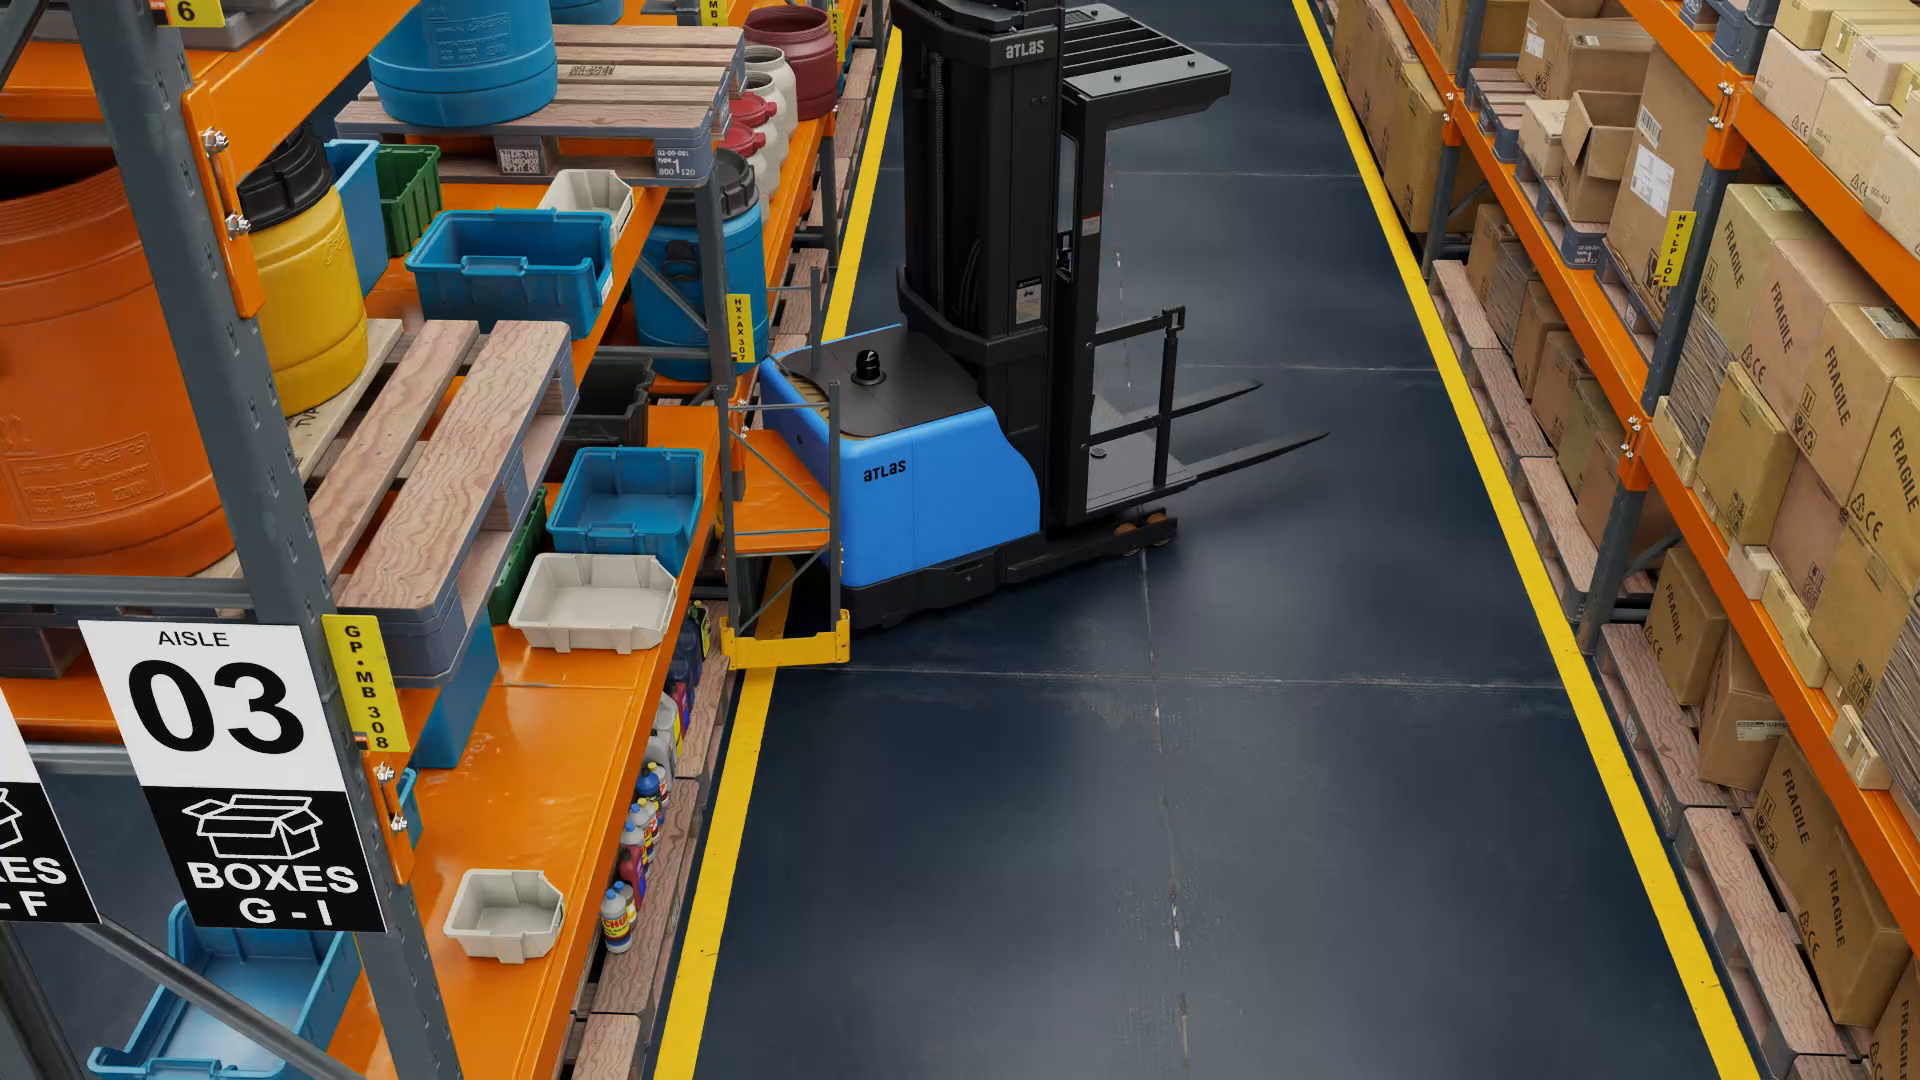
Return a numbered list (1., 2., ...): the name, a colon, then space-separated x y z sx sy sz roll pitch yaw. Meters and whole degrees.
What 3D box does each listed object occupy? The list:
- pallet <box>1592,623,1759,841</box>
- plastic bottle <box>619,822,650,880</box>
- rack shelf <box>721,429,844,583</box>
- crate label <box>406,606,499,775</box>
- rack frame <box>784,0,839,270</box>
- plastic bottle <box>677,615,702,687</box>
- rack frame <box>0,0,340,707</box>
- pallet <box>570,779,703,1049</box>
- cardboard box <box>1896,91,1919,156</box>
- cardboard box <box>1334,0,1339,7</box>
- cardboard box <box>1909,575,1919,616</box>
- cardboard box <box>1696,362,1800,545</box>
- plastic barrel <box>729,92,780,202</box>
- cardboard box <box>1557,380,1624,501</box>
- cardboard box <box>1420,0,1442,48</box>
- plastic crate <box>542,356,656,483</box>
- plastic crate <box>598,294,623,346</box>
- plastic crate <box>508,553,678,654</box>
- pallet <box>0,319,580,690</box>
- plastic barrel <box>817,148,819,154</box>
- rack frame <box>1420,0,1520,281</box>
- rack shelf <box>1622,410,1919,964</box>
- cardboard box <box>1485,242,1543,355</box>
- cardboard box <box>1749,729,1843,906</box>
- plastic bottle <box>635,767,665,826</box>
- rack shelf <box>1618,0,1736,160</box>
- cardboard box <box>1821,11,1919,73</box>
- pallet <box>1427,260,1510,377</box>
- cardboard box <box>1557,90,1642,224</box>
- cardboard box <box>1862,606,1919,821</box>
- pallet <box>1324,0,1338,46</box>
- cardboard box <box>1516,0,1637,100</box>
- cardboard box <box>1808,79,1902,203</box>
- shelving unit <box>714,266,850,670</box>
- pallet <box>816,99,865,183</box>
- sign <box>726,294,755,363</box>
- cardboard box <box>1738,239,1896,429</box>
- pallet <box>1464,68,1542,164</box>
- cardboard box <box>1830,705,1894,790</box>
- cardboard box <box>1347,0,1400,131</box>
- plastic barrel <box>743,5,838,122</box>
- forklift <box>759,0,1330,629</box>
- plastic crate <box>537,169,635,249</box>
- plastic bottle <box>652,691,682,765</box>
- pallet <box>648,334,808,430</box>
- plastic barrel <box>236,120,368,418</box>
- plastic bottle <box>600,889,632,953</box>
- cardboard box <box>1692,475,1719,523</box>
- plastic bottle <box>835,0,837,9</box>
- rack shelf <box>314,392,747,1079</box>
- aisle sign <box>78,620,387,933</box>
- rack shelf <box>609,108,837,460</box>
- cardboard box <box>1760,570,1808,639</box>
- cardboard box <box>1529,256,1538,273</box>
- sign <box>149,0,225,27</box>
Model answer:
1. pallet: 3.467 0.829 7.332 1.003 0.211 1.213 1 35 2
2. plastic bottle: -1.253 1.190 6.383 0.097 0.271 0.097 0 35 0
3. rack shelf: -0.855 -0.191 7.755 0.538 0.185 1.000 -3 37 -8
4. crate label: -1.847 0.407 5.477 0.502 0.435 0.616 1 35 2
5. rack frame: -1.329 -3.111 10.513 1.000 3.000 0.127 1 35 2
6. plastic bottle: -1.228 0.468 7.343 0.144 0.351 0.185 0 35 1
7. rack frame: -1.651 -0.969 2.248 1.000 3.000 0.127 1 35 2
8. pallet: -1.605 1.416 6.498 1.003 0.211 1.213 1 35 2
9. cardboard box: 3.099 -1.245 5.033 0.380 0.149 0.250 1 35 1
10. cardboard box: 3.923 -5.492 15.383 0.875 0.875 0.875 1 35 2
11. cardboard box: 3.111 0.132 4.684 0.500 0.500 0.500 1 35 2
12. cardboard box: 3.324 -0.317 6.193 0.875 0.500 0.500 1 35 2
13. plastic barrel: -1.186 -2.083 8.933 0.433 0.535 0.433 0 35 0
14. cardboard box: 3.543 -0.481 8.563 0.700 0.500 0.500 1 35 2
15. cardboard box: 3.418 -3.613 11.141 0.500 0.500 0.500 1 35 1
16. plastic crate: -1.638 -0.489 6.837 0.767 0.338 0.504 1 35 2
17. plastic crate: -1.776 -1.124 7.631 0.402 0.464 0.583 1 35 2
18. plastic crate: -1.302 0.234 5.983 0.530 0.136 0.437 1 35 2
19. pallet: -1.520 -0.138 3.838 1.003 0.211 1.213 1 35 2
20. plastic barrel: -1.281 -3.226 12.410 0.600 0.588 0.708 1 35 2
21. rack frame: 3.620 -2.996 10.351 1.000 3.000 0.127 1 35 2
22. rack shelf: 3.379 0.745 5.652 1.077 0.370 4.000 1 35 2
23. cardboard box: 3.603 -1.449 9.941 0.700 0.500 0.500 -1 35 -2
24. cardboard box: 3.441 1.069 6.374 0.500 0.500 0.500 -2 35 -2
25. plastic bottle: -1.240 1.016 6.631 0.097 0.271 0.097 0 35 0
26. rack shelf: 3.539 -2.780 8.060 1.077 0.370 4.000 1 35 2
27. cardboard box: 3.195 -1.693 5.671 0.380 0.149 0.250 0 35 0
28. pallet: 3.587 -1.407 10.514 1.003 0.211 1.213 1 35 2
29. cardboard box: 3.436 -1.910 8.350 0.797 0.503 0.637 5 35 7
30. cardboard box: 3.311 0.546 4.965 0.875 0.500 0.500 1 35 2
31. pallet: 3.889 -4.589 15.041 1.003 0.211 1.213 1 35 2
32. cardboard box: 3.638 -2.898 9.758 0.500 0.500 0.500 -3 35 -4
33. cardboard box: 3.169 -1.307 5.469 0.500 0.250 0.500 1 35 1
34. shelving unit: -0.849 -0.340 7.655 0.587 1.500 1.083 -3 37 -8
35. pallet: -1.287 -3.123 12.956 1.003 0.211 1.213 1 35 2
36. sign: -0.941 -0.907 7.137 0.100 0.325 0.005 1 35 2
37. cardboard box: 3.168 -0.730 5.911 0.500 0.500 0.500 1 35 2
38. pallet: 3.698 -2.506 9.820 1.213 0.211 1.003 1 35 2
39. cardboard box: 3.059 0.670 5.352 0.380 0.149 0.250 1 35 2
40. cardboard box: 3.740 -3.716 12.856 1.225 0.875 0.875 0 35 0
41. plastic barrel: -1.045 -2.893 10.085 0.600 0.536 0.708 1 35 2
42. forklift: 0.549 -1.369 8.094 3.031 2.935 1.130 -17 39 -23
43. plastic crate: -1.150 -1.001 5.131 0.243 0.136 0.396 1 35 2
44. plastic bottle: -1.248 0.764 6.922 0.144 0.351 0.185 1 35 2
45. pallet: -1.451 -0.827 9.688 1.003 0.211 1.213 1 35 2
46. plastic barrel: -1.732 -0.649 3.872 0.600 0.588 0.600 0 35 0
47. plastic bottle: -1.266 1.387 6.103 0.097 0.271 0.097 0 35 0
48. cardboard box: 3.144 -0.191 6.578 0.380 0.149 0.250 1 35 2
49. plastic bottle: -0.920 -3.896 11.743 0.097 0.271 0.097 0 35 0
50. rack shelf: -1.570 0.631 5.815 1.077 0.370 4.000 1 35 2
51. aisle sign: -1.361 0.470 3.157 0.394 0.787 0.004 1 35 2
52. rack shelf: -1.410 -1.667 9.085 1.077 0.370 4.000 1 35 2
53. cardboard box: 3.124 0.240 5.964 0.380 0.149 0.250 1 35 2
54. cardboard box: 3.612 -1.770 9.745 0.500 0.250 0.500 5 35 7
55. sign: -1.101 -0.868 2.287 0.100 0.325 0.005 1 35 2
